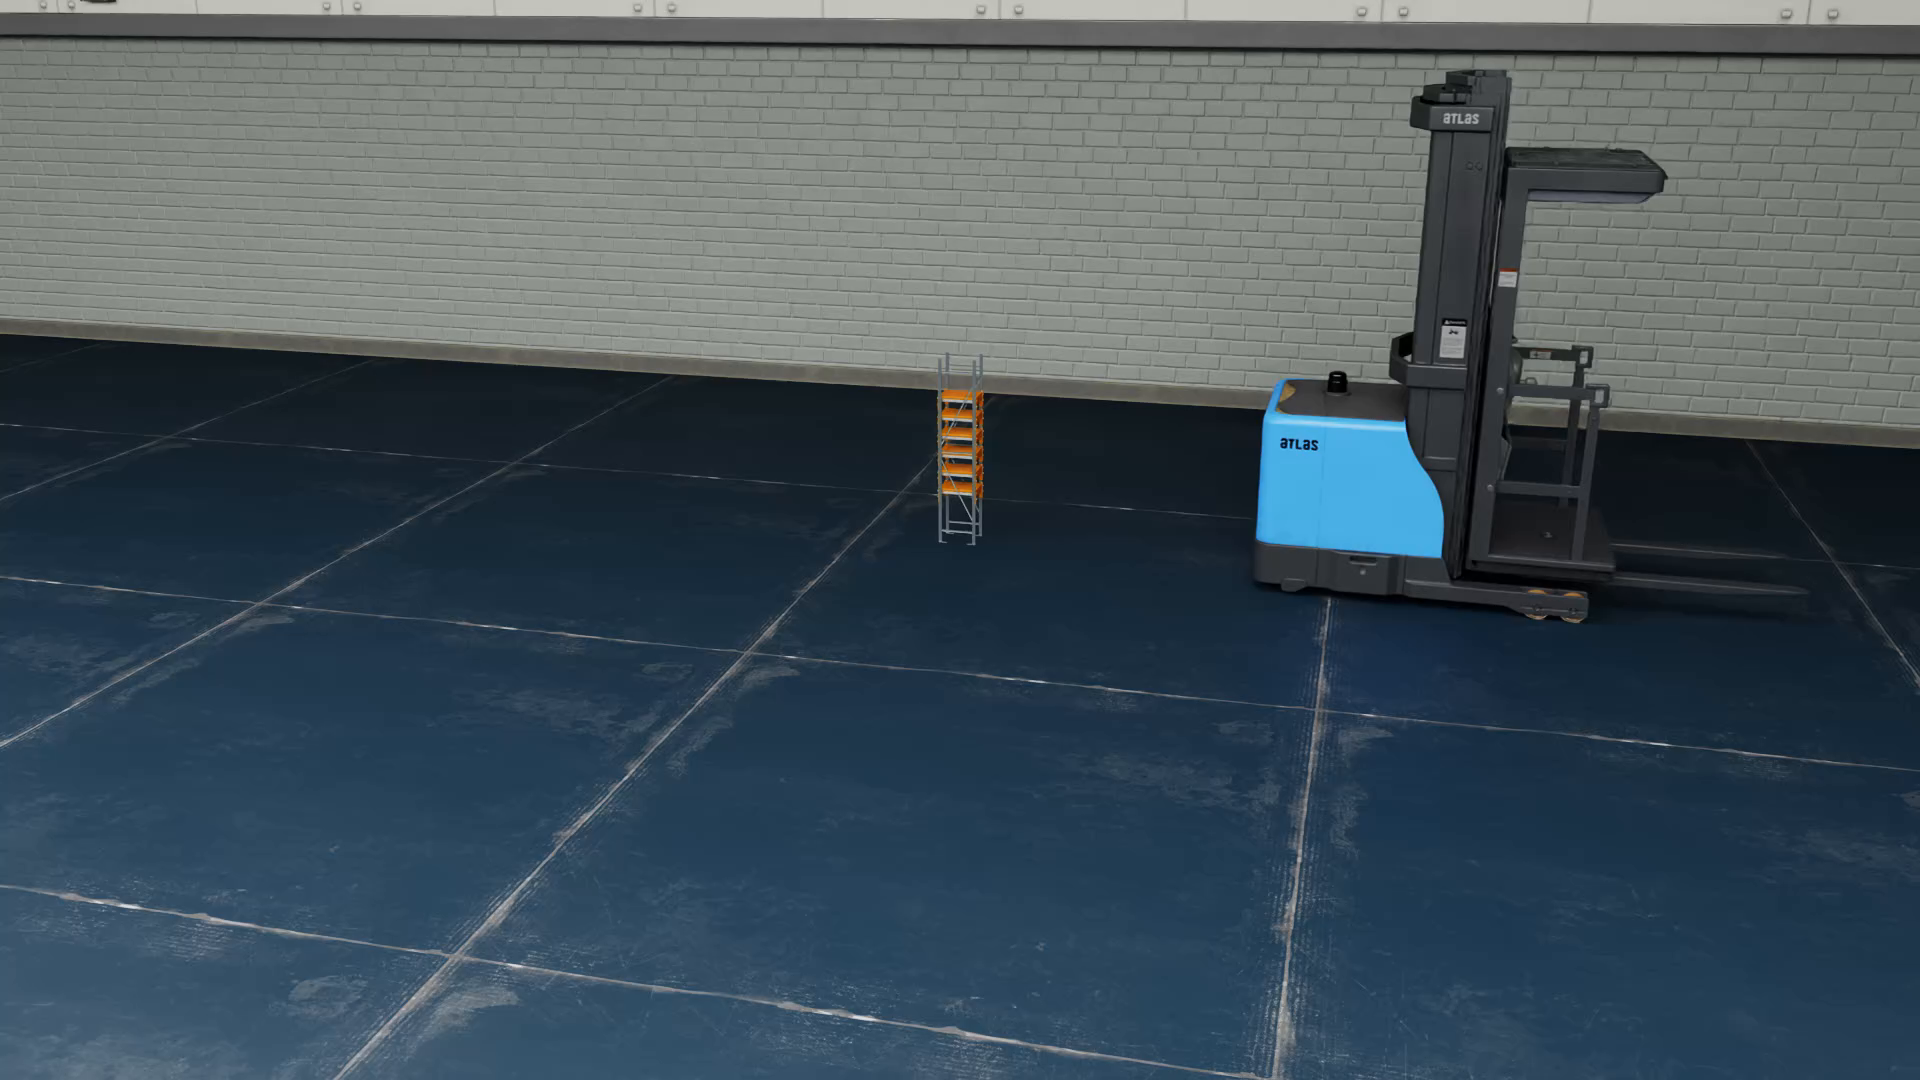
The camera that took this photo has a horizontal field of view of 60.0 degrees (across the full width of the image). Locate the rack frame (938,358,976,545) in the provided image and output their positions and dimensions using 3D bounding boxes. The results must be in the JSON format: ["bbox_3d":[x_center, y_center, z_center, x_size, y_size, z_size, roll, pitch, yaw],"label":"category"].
[{"bbox_3d":[-0.019,-0.544,10.423,0.240,1.200,0.006,5,19,13],"label":"rack frame"}]

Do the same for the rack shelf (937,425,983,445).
[{"bbox_3d":[0.004,-0.644,10.482,0.258,0.103,0.180,5,19,13],"label":"rack shelf"}]

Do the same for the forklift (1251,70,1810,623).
[{"bbox_3d":[3.298,-1.113,9.411,3.031,2.935,1.130,5,19,14],"label":"forklift"}]

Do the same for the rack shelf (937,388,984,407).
[{"bbox_3d":[0.004,-0.871,10.405,0.258,0.103,0.180,5,19,13],"label":"rack shelf"}]

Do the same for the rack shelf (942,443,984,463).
[{"bbox_3d":[0.004,-0.530,10.521,0.258,0.103,0.180,5,19,13],"label":"rack shelf"}]

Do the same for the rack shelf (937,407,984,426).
[{"bbox_3d":[0.004,-0.757,10.444,0.258,0.103,0.180,5,19,13],"label":"rack shelf"}]

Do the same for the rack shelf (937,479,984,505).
[{"bbox_3d":[0.004,-0.303,10.599,0.258,0.103,0.180,5,19,13],"label":"rack shelf"}]

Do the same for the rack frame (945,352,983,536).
[{"bbox_3d":[0.026,-0.601,10.591,0.240,1.200,0.006,5,19,13],"label":"rack frame"}]

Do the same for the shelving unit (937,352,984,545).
[{"bbox_3d":[0.004,-0.572,10.507,0.258,1.200,0.189,5,19,13],"label":"shelving unit"}]

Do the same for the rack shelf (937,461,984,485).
[{"bbox_3d":[0.004,-0.417,10.560,0.258,0.103,0.180,5,19,13],"label":"rack shelf"}]
